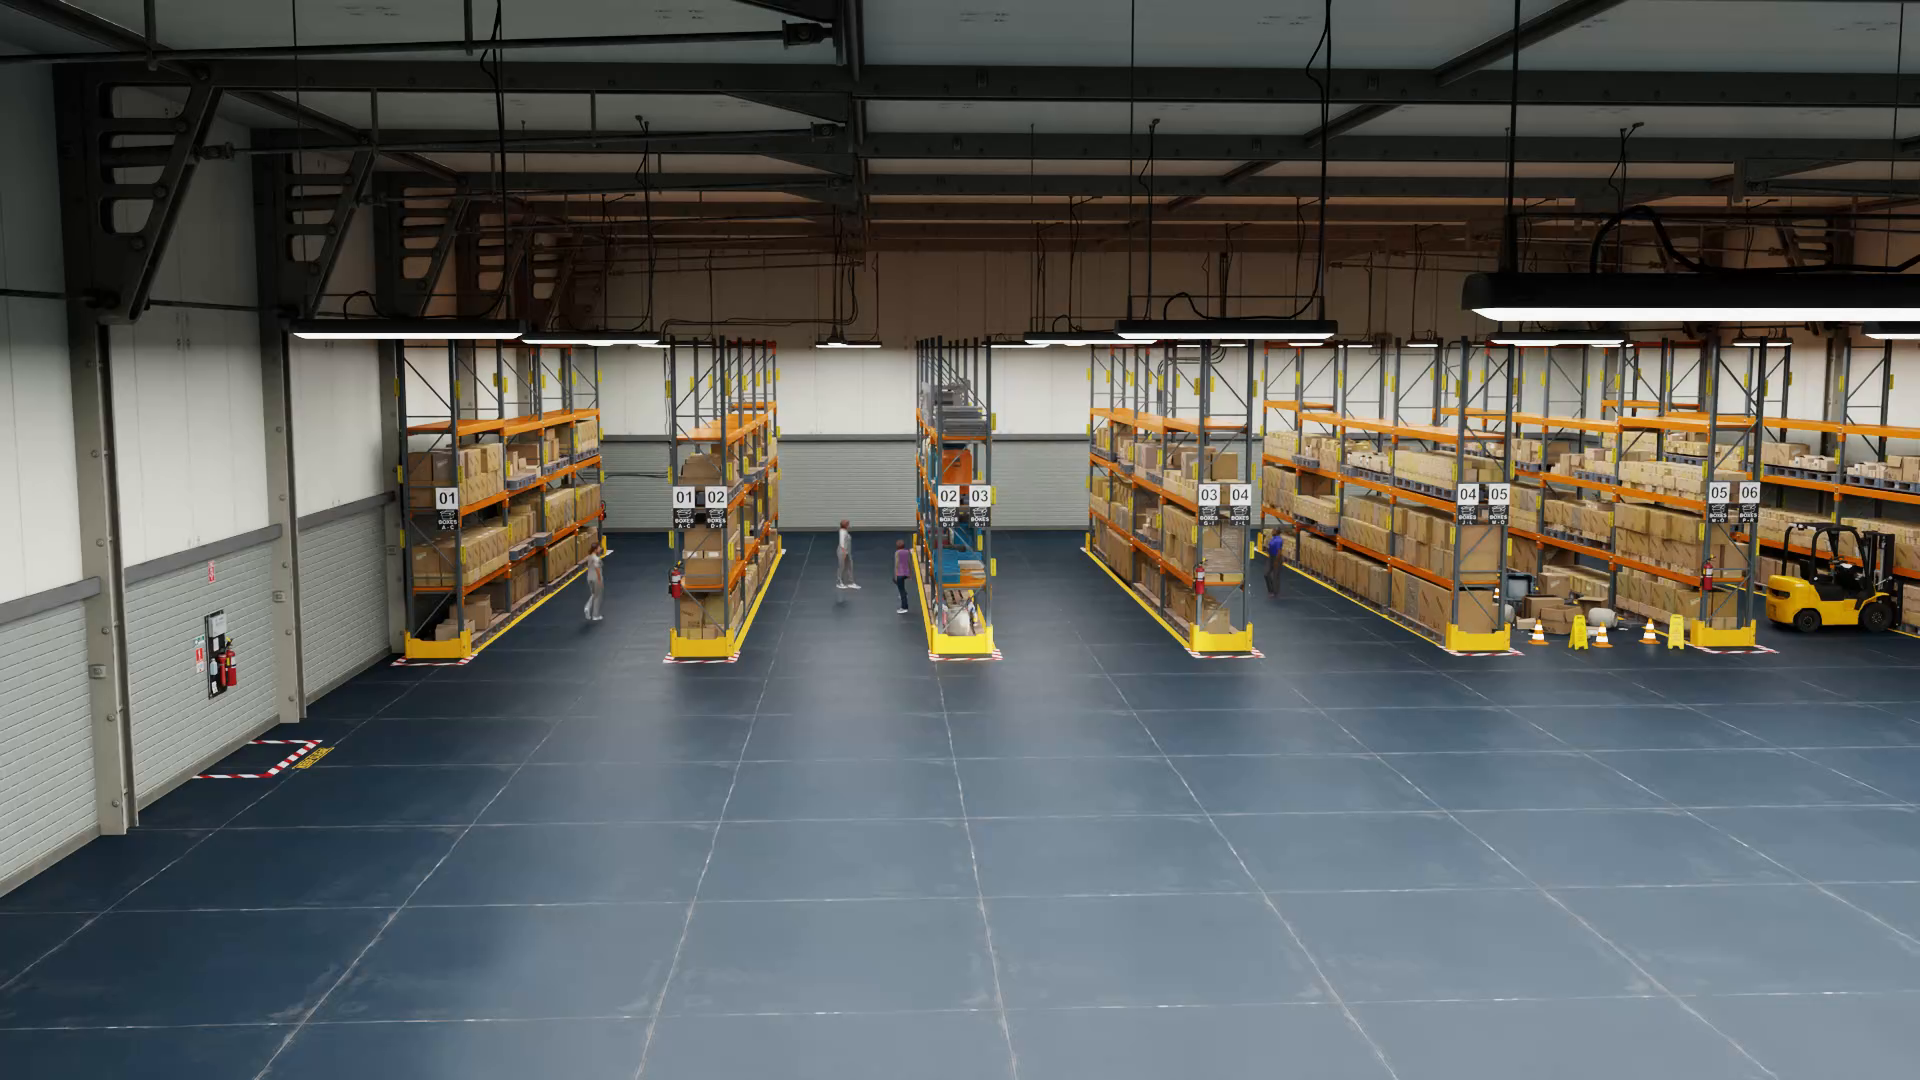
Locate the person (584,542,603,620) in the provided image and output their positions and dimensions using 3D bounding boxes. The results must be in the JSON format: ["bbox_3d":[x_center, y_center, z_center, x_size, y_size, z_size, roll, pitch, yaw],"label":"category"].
[{"bbox_3d":[-7.772,0.873,35.308,0.437,1.667,0.484,4,8,32],"label":"person"}]

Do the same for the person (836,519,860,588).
[{"bbox_3d":[-2.622,0.321,38.119,0.535,1.600,0.440,3,7,25],"label":"person"}]

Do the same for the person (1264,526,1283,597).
[{"bbox_3d":[7.347,0.524,38.838,0.390,1.712,0.465,-4,8,-33],"label":"person"}]

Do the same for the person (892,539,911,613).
[{"bbox_3d":[-1.336,0.787,36.476,0.577,1.609,0.455,5,8,40],"label":"person"}]
